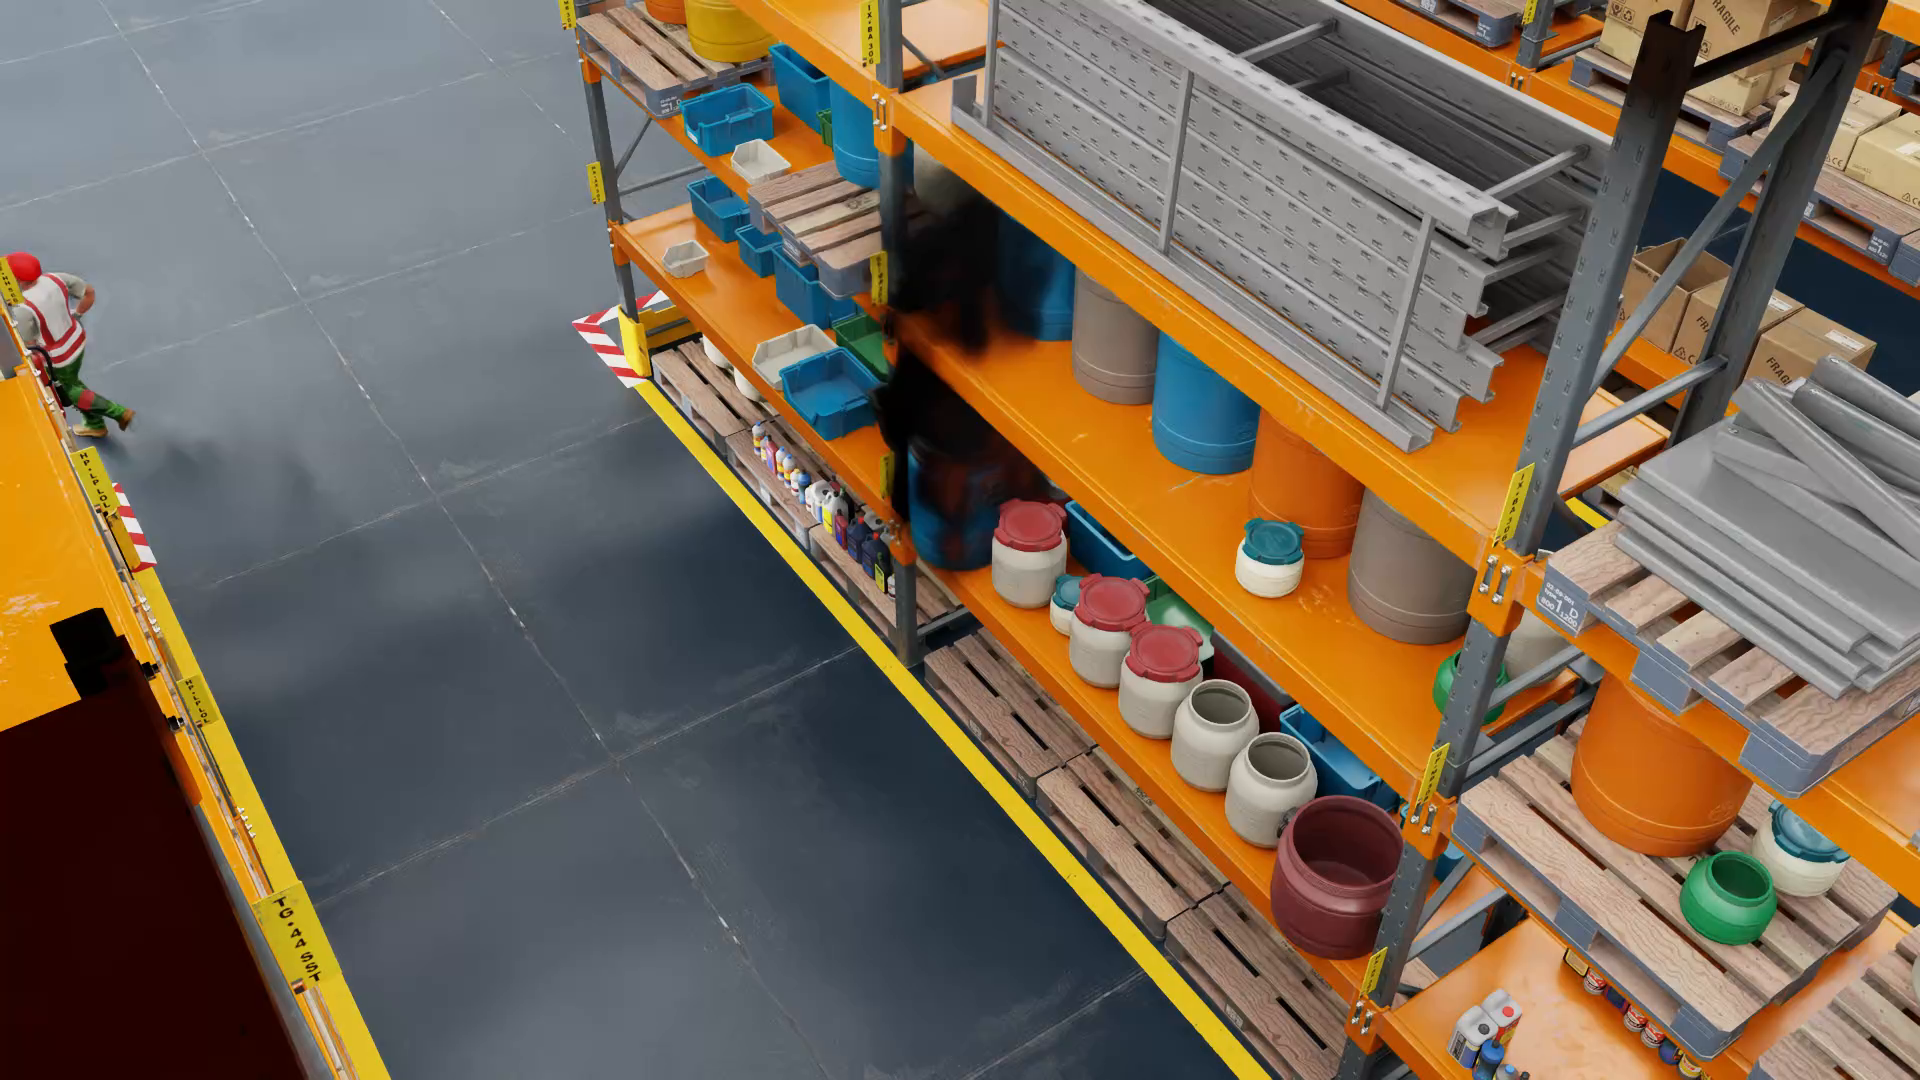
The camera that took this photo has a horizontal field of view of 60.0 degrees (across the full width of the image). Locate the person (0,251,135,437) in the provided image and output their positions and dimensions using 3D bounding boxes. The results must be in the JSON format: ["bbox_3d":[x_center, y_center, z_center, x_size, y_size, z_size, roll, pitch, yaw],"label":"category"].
[{"bbox_3d":[-6.469,-1.360,11.967,0.664,1.755,0.702,11,44,11],"label":"person"}]
